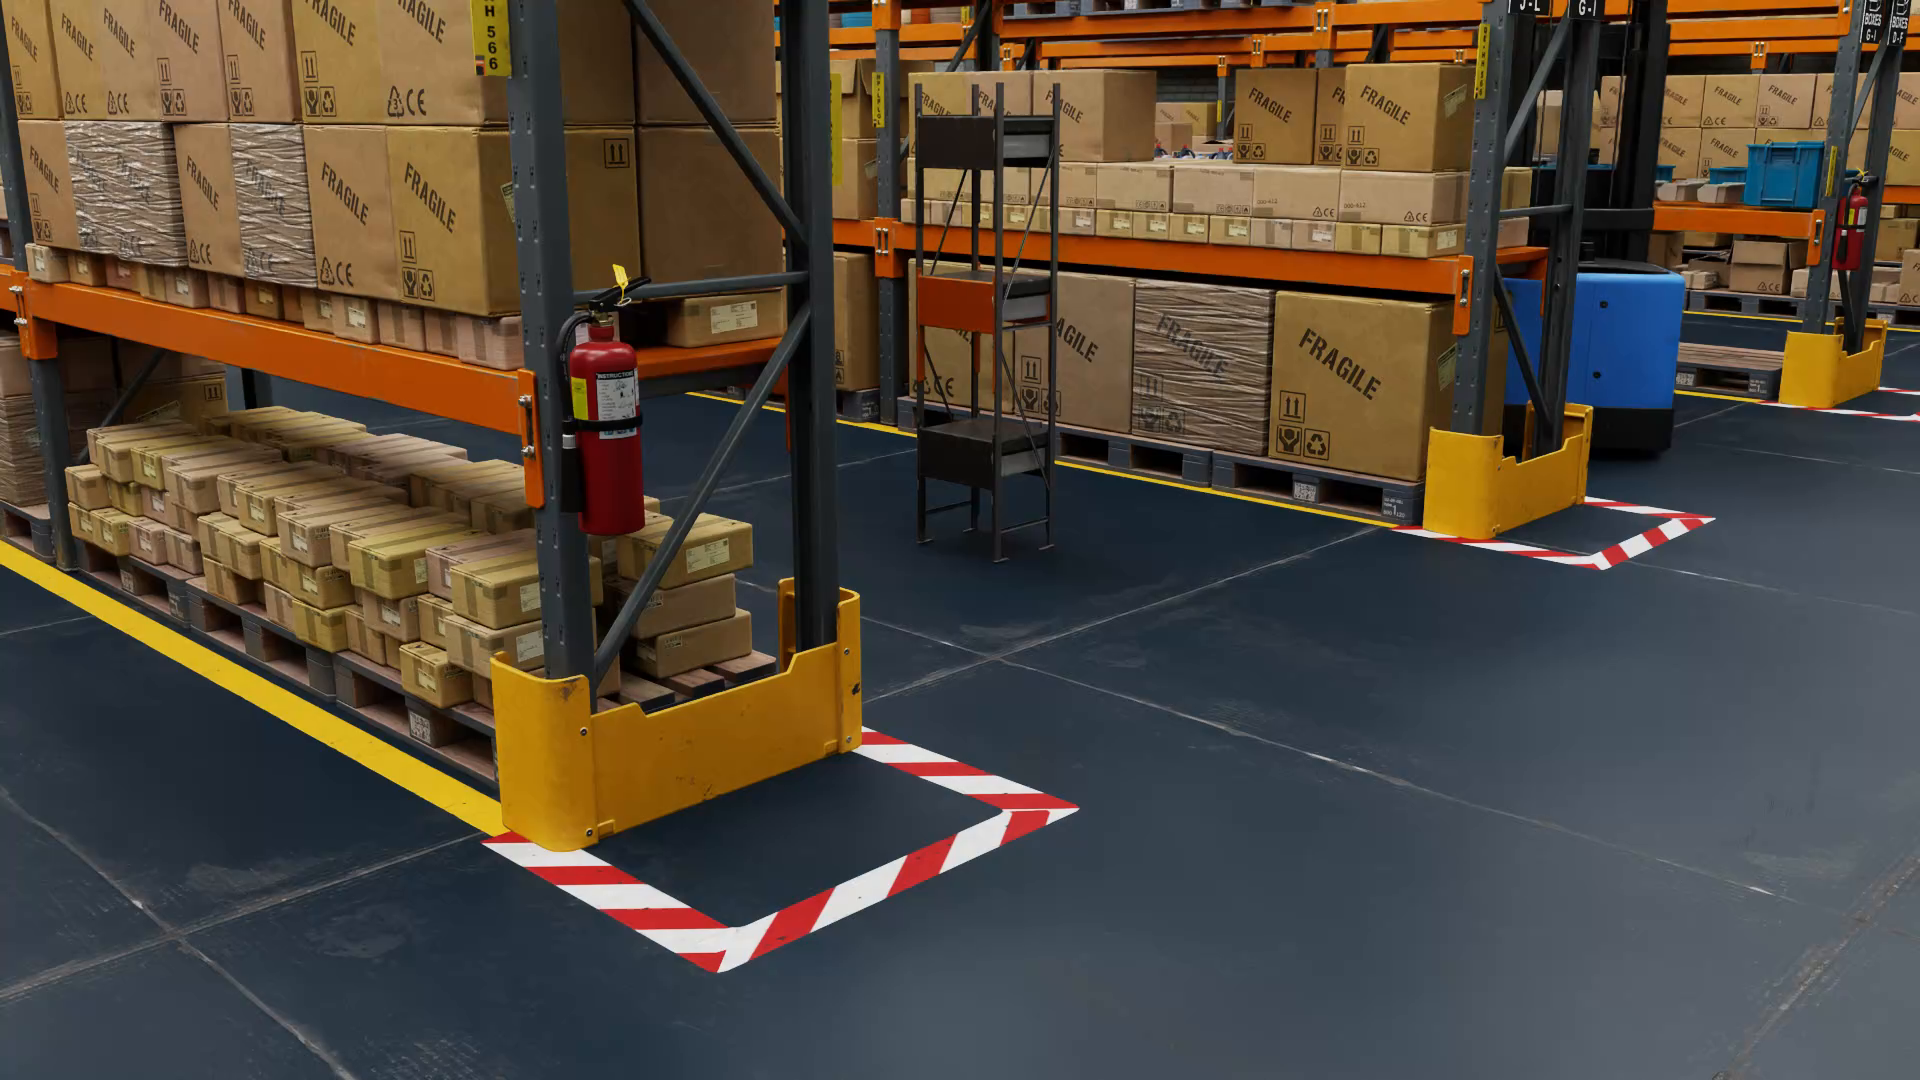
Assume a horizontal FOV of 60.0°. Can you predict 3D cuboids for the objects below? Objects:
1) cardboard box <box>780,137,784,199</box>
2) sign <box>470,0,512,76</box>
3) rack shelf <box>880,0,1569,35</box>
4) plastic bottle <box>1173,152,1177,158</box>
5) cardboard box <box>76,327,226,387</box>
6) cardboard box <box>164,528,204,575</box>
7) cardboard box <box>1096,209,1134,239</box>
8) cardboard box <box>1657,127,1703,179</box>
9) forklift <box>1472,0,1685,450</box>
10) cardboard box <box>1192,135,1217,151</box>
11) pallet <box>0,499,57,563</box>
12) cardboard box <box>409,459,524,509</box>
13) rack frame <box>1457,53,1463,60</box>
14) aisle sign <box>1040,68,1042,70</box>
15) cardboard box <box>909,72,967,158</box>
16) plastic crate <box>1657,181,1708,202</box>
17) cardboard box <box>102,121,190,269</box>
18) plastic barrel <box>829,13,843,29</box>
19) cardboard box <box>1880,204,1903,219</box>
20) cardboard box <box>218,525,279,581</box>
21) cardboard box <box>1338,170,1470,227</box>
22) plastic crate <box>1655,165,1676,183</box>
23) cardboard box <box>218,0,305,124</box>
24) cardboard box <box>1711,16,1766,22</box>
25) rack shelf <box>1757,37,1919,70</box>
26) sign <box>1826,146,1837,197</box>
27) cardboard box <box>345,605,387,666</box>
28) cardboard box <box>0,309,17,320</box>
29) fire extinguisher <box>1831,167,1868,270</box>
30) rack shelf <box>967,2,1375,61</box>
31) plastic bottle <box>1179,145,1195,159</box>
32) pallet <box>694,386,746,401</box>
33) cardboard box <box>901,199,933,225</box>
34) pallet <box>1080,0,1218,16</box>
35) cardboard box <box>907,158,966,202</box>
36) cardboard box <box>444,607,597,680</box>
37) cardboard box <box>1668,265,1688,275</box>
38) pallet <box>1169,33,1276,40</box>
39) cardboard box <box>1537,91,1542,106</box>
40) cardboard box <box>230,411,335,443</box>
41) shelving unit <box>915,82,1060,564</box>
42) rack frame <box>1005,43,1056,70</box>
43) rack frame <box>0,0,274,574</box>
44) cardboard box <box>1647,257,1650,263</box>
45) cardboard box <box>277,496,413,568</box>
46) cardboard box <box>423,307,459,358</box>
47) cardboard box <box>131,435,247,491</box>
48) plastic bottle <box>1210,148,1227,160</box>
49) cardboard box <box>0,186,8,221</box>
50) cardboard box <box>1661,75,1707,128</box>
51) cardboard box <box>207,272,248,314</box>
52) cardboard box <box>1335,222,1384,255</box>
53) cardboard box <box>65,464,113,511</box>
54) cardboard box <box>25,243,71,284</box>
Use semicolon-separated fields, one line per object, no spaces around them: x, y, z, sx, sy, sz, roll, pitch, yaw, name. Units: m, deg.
-1.007;-2.453;11.198;0.500;0.500;0.500;-14;20;-42;cardboard box
-1.165;-1.318;4.117;0.005;0.325;0.100;14;20;42;sign
1.310;-3.038;9.119;4.000;0.370;1.077;14;20;42;rack shelf
2.025;-3.567;15.903;0.133;0.283;0.061;14;20;42;plastic bottle
-3.994;-0.935;8.211;0.500;0.250;0.500;13;19;40;cardboard box
-2.982;0.013;6.755;0.250;0.149;0.380;13;20;41;cardboard box
0.975;-1.778;9.305;0.250;0.149;0.380;13;19;41;cardboard box
7.297;-3.902;16.762;0.500;0.500;0.500;14;20;43;cardboard box
3.875;-2.268;10.823;1.130;2.935;3.031;2;15;9;forklift
3.874;-6.347;26.598;0.500;0.250;0.500;14;20;42;cardboard box
-4.207;-0.188;8.236;1.213;0.211;1.003;14;20;42;pallet
-1.868;-0.193;6.366;0.250;0.149;0.380;14;20;43;cardboard box
7.305;-5.682;23.788;0.127;3.000;1.000;14;20;42;rack frame
1.286;-8.298;28.673;0.004;0.787;0.394;14;20;42;aisle sign
0.037;-2.588;10.137;0.500;0.500;0.500;14;20;42;cardboard box
5.276;-2.548;12.165;0.243;0.136;0.396;14;20;42;plastic crate
-2.765;-1.282;6.113;0.500;0.500;0.500;13;20;41;cardboard box
-1.463;-6.113;18.502;0.600;0.901;0.600;0;15;0;plastic barrel
11.147;-3.955;20.001;0.250;0.149;0.380;13;19;41;cardboard box
-2.490;0.020;6.138;0.250;0.149;0.380;14;20;43;cardboard box
2.217;-1.692;8.185;0.500;0.250;0.500;13;20;41;cardboard box
5.290;-2.765;12.807;0.300;0.233;0.416;14;20;42;plastic crate
-2.013;-1.591;5.317;0.500;0.500;0.500;-13;20;-41;cardboard box
7.643;-5.155;16.114;0.500;0.250;0.500;14;20;42;cardboard box
11.624;-5.735;19.471;4.000;0.370;1.077;14;20;42;rack shelf
5.817;-2.460;11.099;0.005;0.325;0.100;14;20;42;sign
-1.862;0.291;5.687;0.250;0.149;0.380;14;20;43;cardboard box
-5.108;-1.025;8.554;0.500;0.250;0.500;13;19;40;cardboard box
5.981;-2.156;11.152;0.183;0.674;0.296;14;20;42;fire extinguisher
1.868;-4.637;15.256;4.000;0.370;1.077;14;20;42;rack shelf
2.153;-3.575;15.801;0.185;0.351;0.144;14;20;42;plastic bottle
-1.620;-1.270;12.387;1.213;0.211;1.003;14;20;42;pallet
-0.148;-2.051;10.351;0.250;0.149;0.380;14;20;42;cardboard box
1.857;-4.861;15.064;1.213;0.211;1.003;14;20;42;pallet
0.027;-2.226;10.233;0.500;0.250;0.500;13;20;41;cardboard box
-1.344;0.290;5.101;0.250;0.149;0.380;13;19;41;cardboard box
7.667;-2.812;17.557;0.250;0.149;0.380;14;20;42;cardboard box
3.319;-6.244;20.374;1.213;0.211;1.003;-13;20;-42;pallet
7.840;-6.026;22.796;0.500;0.250;0.500;13;20;41;cardboard box
-2.997;-0.461;7.392;0.250;0.149;0.380;14;20;43;cardboard box
0.119;-0.987;7.556;0.503;2.100;0.431;14;20;42;shelving unit
0.990;-5.482;23.022;0.127;3.000;1.000;14;20;42;rack frame
-3.645;-1.402;7.363;0.127;3.000;1.000;14;20;42;rack frame
6.901;-2.881;17.499;0.500;0.311;0.500;14;20;42;cardboard box
-2.113;-0.030;5.740;0.380;0.149;0.250;-14;20;-42;cardboard box
-1.350;-0.636;4.923;0.250;0.149;0.380;14;20;42;cardboard box
-3.168;-0.321;6.856;0.250;0.149;0.380;13;20;41;cardboard box
2.286;-3.293;14.720;0.185;0.351;0.144;14;20;42;plastic bottle
-4.069;-1.517;7.470;0.250;0.149;0.380;13;20;41;cardboard box
7.264;-4.390;16.651;0.500;0.500;0.500;13;19;40;cardboard box
-2.462;-0.911;5.978;0.380;0.149;0.250;-14;20;-42;cardboard box
2.076;-1.510;8.278;0.250;0.149;0.380;14;20;43;cardboard box
-3.606;-0.248;7.165;0.380;0.149;0.250;-13;20;-42;cardboard box
-3.669;-1.171;6.976;0.380;0.149;0.250;-14;20;-42;cardboard box
